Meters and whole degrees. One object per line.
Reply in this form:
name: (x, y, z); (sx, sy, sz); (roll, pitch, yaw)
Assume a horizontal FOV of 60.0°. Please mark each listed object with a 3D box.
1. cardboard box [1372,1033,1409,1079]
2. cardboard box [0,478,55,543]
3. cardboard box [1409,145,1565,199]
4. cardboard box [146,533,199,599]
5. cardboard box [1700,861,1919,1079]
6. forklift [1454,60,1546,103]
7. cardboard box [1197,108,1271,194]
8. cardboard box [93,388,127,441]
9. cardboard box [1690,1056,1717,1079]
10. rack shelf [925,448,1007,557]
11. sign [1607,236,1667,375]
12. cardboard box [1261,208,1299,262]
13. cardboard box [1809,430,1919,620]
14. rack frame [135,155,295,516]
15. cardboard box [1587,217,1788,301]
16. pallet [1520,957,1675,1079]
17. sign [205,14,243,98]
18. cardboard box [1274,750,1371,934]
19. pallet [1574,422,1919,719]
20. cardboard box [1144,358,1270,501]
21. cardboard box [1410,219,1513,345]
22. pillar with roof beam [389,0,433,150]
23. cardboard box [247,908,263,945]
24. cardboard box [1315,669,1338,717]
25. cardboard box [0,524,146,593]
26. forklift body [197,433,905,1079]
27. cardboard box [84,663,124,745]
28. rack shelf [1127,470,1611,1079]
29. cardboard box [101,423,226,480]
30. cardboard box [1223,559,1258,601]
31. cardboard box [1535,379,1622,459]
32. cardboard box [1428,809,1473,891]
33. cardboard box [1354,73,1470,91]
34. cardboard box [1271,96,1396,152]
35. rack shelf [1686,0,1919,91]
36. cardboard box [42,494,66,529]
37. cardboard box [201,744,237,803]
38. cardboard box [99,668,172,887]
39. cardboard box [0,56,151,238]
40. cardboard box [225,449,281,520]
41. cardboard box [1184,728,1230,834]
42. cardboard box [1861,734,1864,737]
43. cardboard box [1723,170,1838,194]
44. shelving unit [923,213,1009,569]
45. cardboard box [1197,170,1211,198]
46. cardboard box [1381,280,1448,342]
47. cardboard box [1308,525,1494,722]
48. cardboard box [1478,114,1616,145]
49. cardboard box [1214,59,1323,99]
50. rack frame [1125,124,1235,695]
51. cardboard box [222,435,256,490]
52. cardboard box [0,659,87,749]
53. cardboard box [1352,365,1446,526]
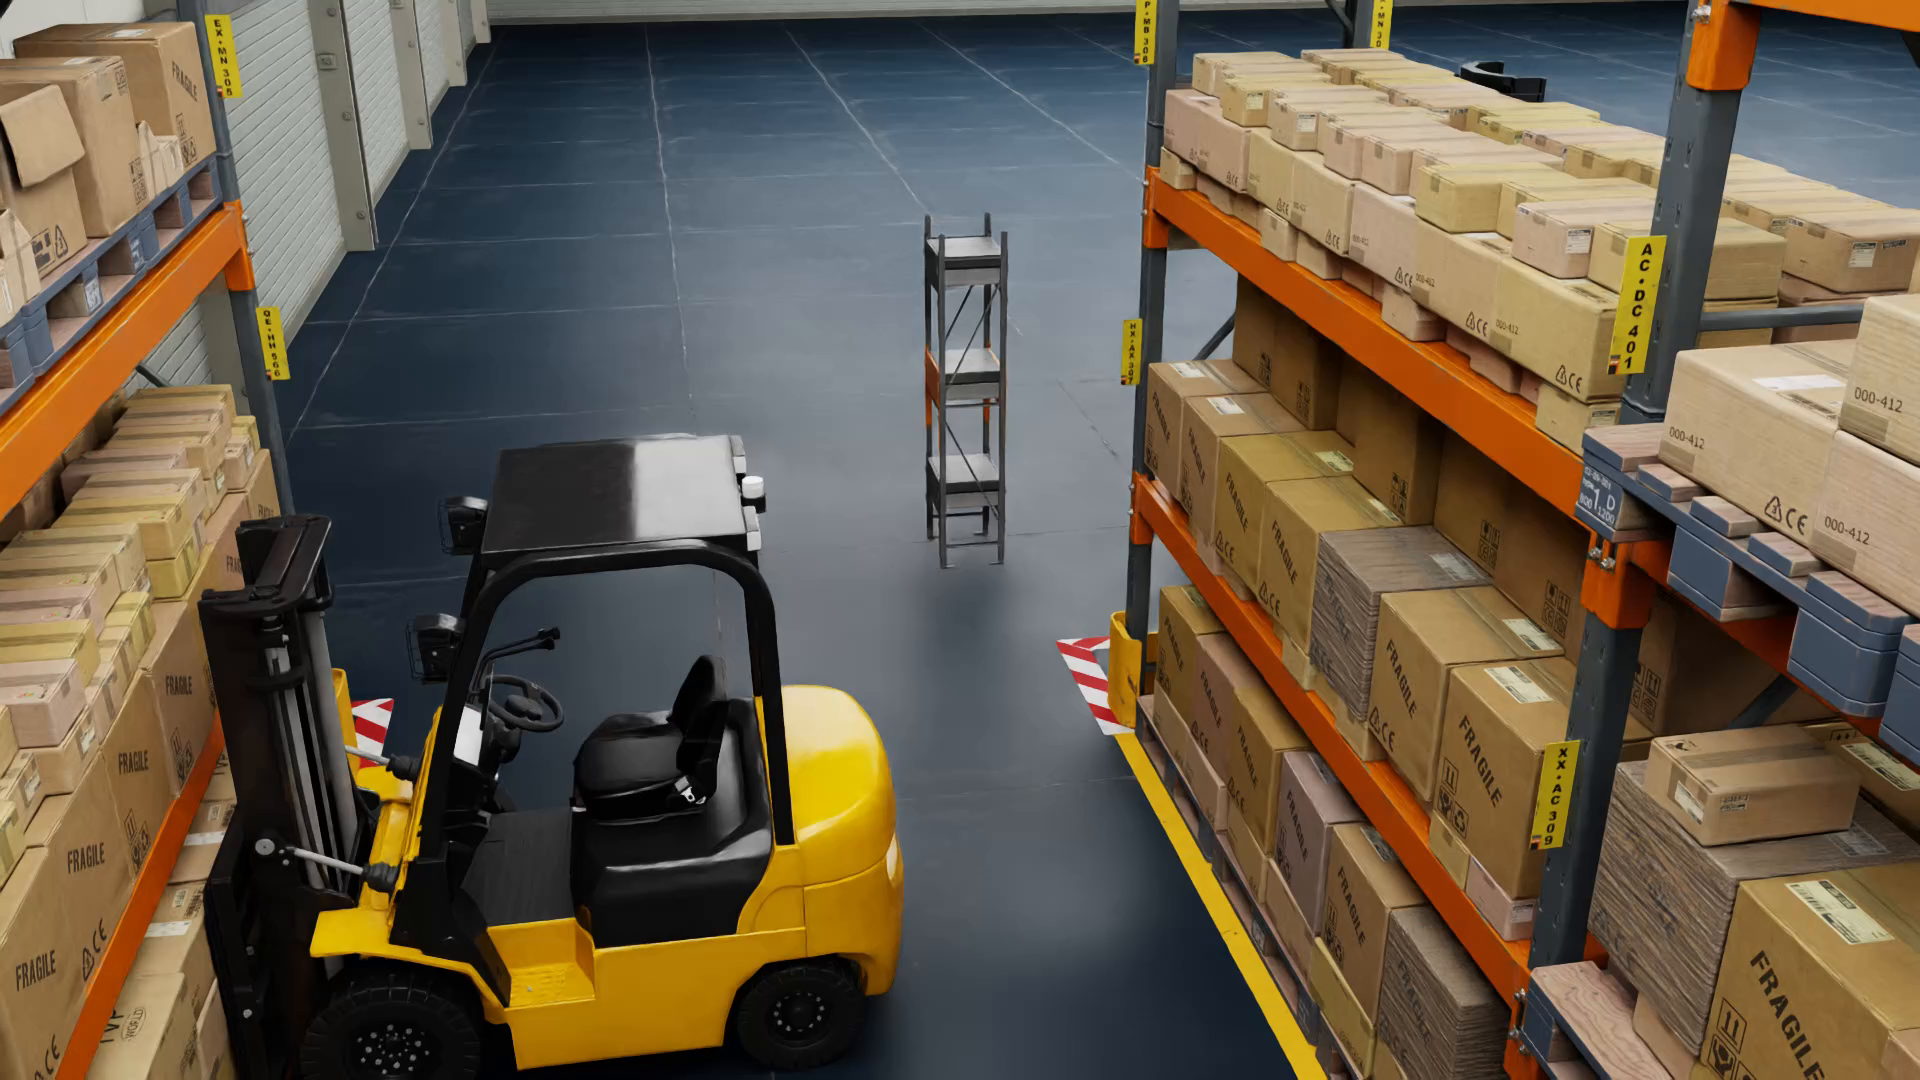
cardboard box: (1.727, 1.882, 5.604); (0.500, 0.250, 0.500); (-3, 24, -7)
cardboard box: (-3.482, -0.100, 5.925); (0.380, 0.149, 0.250); (-4, 24, -8)
cardboard box: (1.619, -1.115, 5.125); (0.380, 0.149, 0.250); (-5, 24, -11)
cardboard box: (-2.916, 0.098, 5.843); (0.380, 0.149, 0.250); (-4, 24, -9)
cardboard box: (1.998, 1.055, 3.565); (0.500, 0.500, 0.500); (-4, 24, -10)
forklift: (3.625, -1.423, 10.345); (3.031, 2.935, 1.130); (-1, 24, -3)
cardboard box: (1.275, -1.572, 6.670); (0.500, 0.250, 0.500); (-5, 24, -11)
cardboard box: (-3.665, -0.509, 6.860); (0.380, 0.149, 0.250); (-5, 24, -11)
cardboard box: (1.929, 1.290, 3.839); (0.380, 0.149, 0.250); (-4, 24, -9)
rack shelf: (0.031, -0.243, 10.466); (0.431, 0.518, 0.480); (-4, 24, -10)
sign: (1.568, -0.541, 3.848); (0.100, 0.325, 0.005); (-4, 24, -10)
cardboard box: (1.345, -1.143, 6.186); (0.380, 0.149, 0.250); (-4, 24, -9)
cardboard box: (1.909, -0.012, 2.945); (0.500, 0.250, 0.500); (-5, 24, -10)
rack frame: (-3.517, -0.177, 7.408); (1.000, 3.000, 0.127); (-4, 24, -10)
cardboard box: (1.827, -0.706, 4.189); (0.380, 0.149, 0.250); (-4, 24, -9)
pallet: (2.098, 1.426, 3.976); (1.003, 0.211, 1.213); (-4, 24, -10)
sign: (-2.981, -1.956, 6.726); (0.100, 0.325, 0.005); (-4, 24, -10)
cardboard box: (1.536, 1.138, 6.371); (0.500, 0.500, 0.500); (-3, 24, -7)
pallet: (2.110, -0.011, 3.514); (1.213, 0.211, 1.003); (-4, 24, -10)
cardboard box: (1.175, -0.521, 7.700); (0.500, 0.500, 0.500); (-5, 24, -11)
cardboard box: (1.659, -0.767, 4.827); (0.500, 0.250, 0.500); (-5, 24, -11)
pillar with roof beam: (-3.372, -9.985, 22.368); (9.100, 9.000, 0.400); (-4, 24, -10)
cardboard box: (-2.833, 1.426, 6.023); (0.500, 0.250, 0.500); (-4, 24, -10)
cardboard box: (1.532, 0.536, 6.088); (0.380, 0.149, 0.250); (-5, 24, -11)
cardboard box: (-2.954, 0.071, 5.532); (0.380, 0.149, 0.250); (-4, 24, -9)
forklift body: (-1.373, 0.822, 6.180); (2.313, 2.155, 1.214); (-4, 24, -10)
cardboard box: (-2.723, 0.500, 4.922); (0.380, 0.149, 0.250); (-5, 24, -10)
rack shelf: (1.730, 0.570, 6.596); (1.077, 0.370, 4.000); (-4, 24, -10)
cardboard box: (-3.092, -0.336, 6.464); (0.380, 0.149, 0.250); (-4, 24, -9)
cardboard box: (1.332, 0.129, 7.021); (0.380, 0.149, 0.250); (-4, 24, -8)
cardboard box: (1.741, -0.334, 4.333); (0.380, 0.149, 0.250); (-4, 24, -9)
cardboard box: (1.688, 0.941, 5.162); (0.380, 0.149, 0.250); (-4, 24, -9)
cardboard box: (1.785, -1.753, 6.586); (0.380, 0.149, 0.250); (-4, 24, -9)
cardboard box: (1.355, -1.512, 6.034); (0.380, 0.149, 0.250); (-4, 24, -8)
rack shelf: (2.470, -0.422, 1.872); (1.077, 0.370, 4.000); (-4, 24, -10)
cardboard box: (-3.571, -0.065, 6.217); (0.380, 0.149, 0.250); (-5, 24, -12)
cardboard box: (-2.922, 0.988, 6.401); (0.500, 0.250, 0.500); (-4, 24, -9)
cardboard box: (-2.810, 0.754, 5.152); (0.500, 0.500, 0.500); (-5, 24, -10)
cardboard box: (-3.105, -1.270, 5.387); (0.700, 0.500, 0.500); (-4, 24, -9)
cardboard box: (-3.168, -0.049, 6.990); (0.500, 0.500, 0.500); (-5, 24, -11)
cardboard box: (1.325, 1.061, 7.485); (0.500, 0.250, 0.500); (-3, 24, -8)
cardboard box: (4.173, 1.101, 7.600); (0.637, 0.503, 0.797); (18, 29, 36)
cardboard box: (2.246, -0.950, 4.748); (0.380, 0.149, 0.250); (-5, 24, -11)
shelving unit: (0.031, -0.897, 10.181); (0.431, 2.100, 0.503); (-4, 24, -10)
cardboard box: (1.239, -1.554, 7.128); (0.380, 0.149, 0.250); (-5, 24, -11)
cardboard box: (1.566, -0.740, 5.262); (0.380, 0.149, 0.250); (-4, 24, -8)
cardboard box: (1.571, 0.283, 5.858); (0.500, 0.500, 0.500); (-4, 24, -8)
cardboard box: (1.994, -1.351, 5.666); (0.380, 0.149, 0.250); (-4, 24, -9)
cardboard box: (1.288, -1.918, 6.964); (0.380, 0.149, 0.250); (-4, 24, -10)
rack frame: (1.360, -0.546, 8.253); (1.000, 3.000, 0.127); (-4, 24, -10)
cardboard box: (-3.101, -0.306, 6.769); (0.380, 0.149, 0.250); (-4, 24, -9)
cardboard box: (-2.684, 0.465, 4.632); (0.380, 0.149, 0.250); (-4, 24, -9)
cardboard box: (1.907, -0.403, 6.178); (0.700, 0.500, 0.500); (-4, 24, -10)
